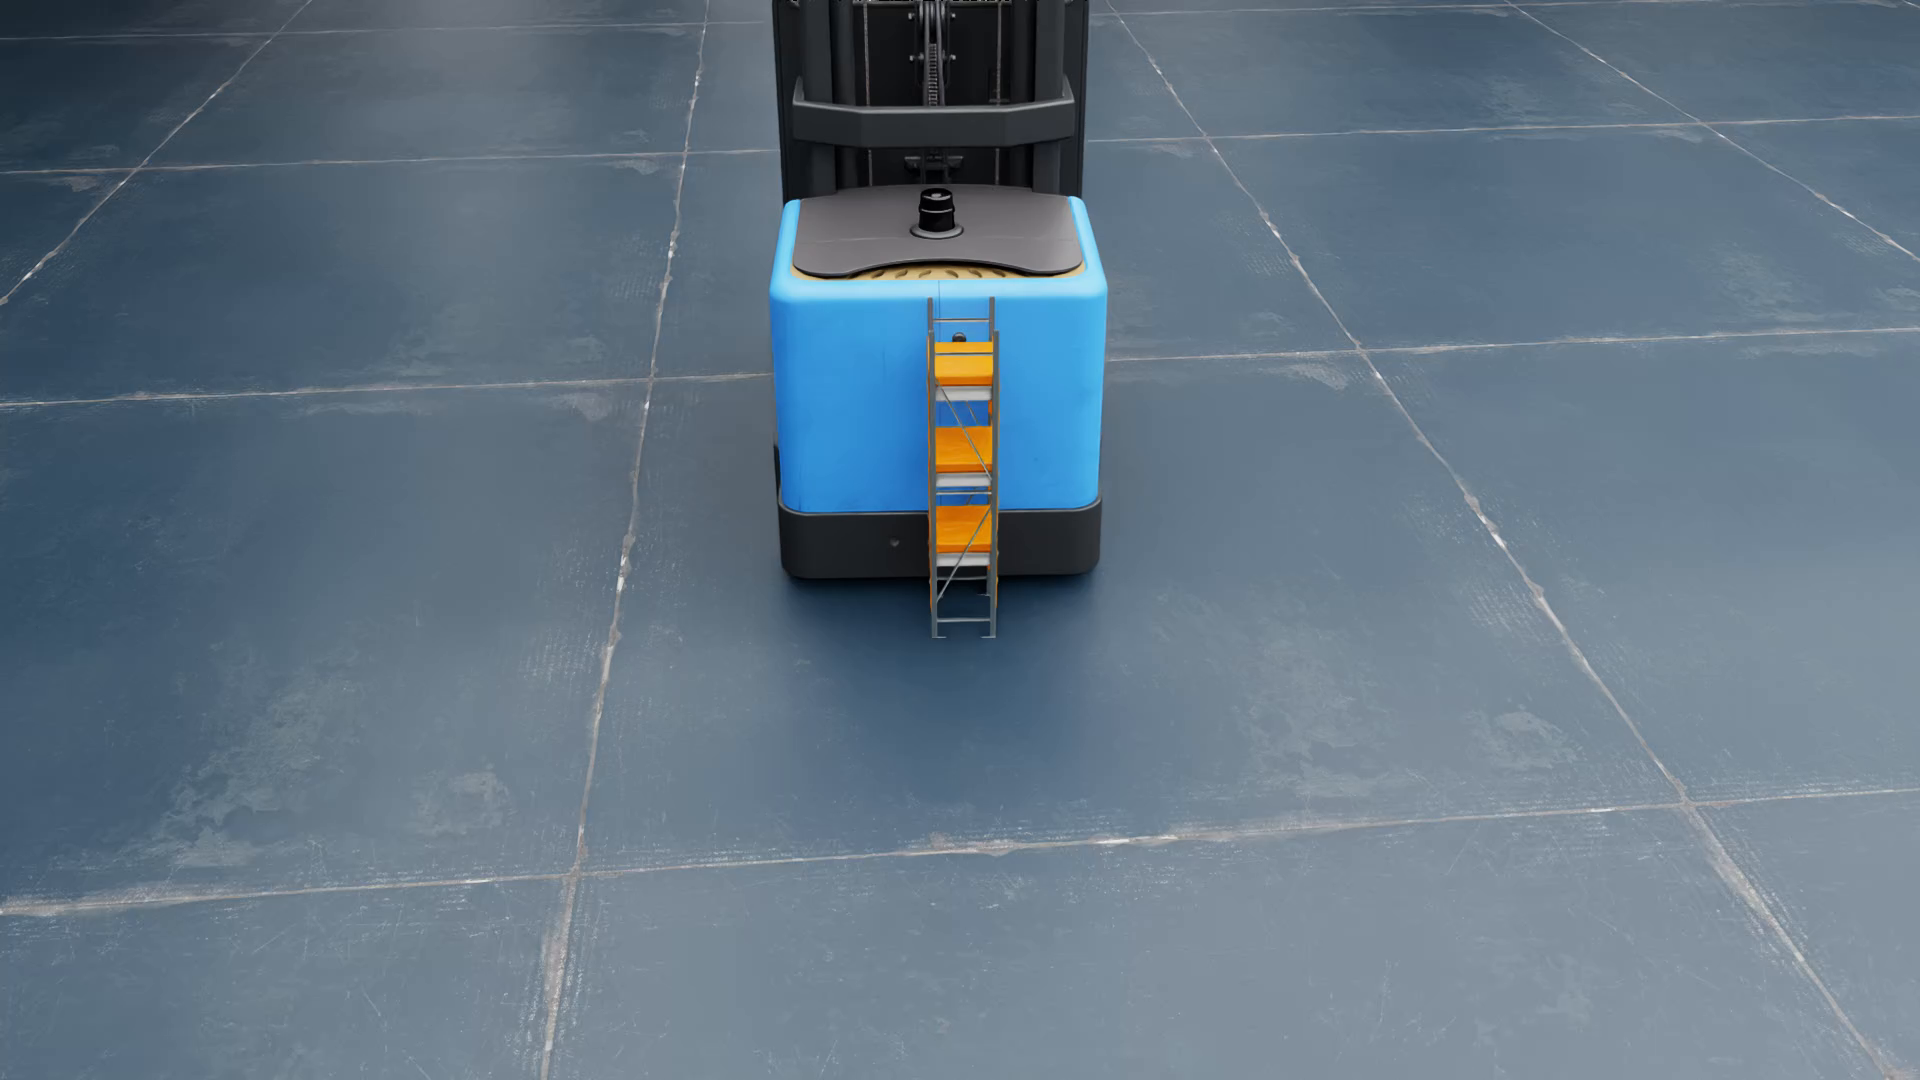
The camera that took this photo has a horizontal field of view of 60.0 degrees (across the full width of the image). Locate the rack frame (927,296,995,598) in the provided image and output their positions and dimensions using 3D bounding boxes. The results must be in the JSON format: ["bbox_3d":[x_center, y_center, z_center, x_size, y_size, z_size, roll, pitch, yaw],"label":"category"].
[{"bbox_3d":[0.004,-0.265,5.169,0.200,1.050,0.008,-1,31,-2],"label":"rack frame"}]

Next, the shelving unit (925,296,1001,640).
[{"bbox_3d":[0.008,-0.202,5.065,0.215,1.050,0.252,-1,31,-2],"label":"shelving unit"}]

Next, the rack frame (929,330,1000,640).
[{"bbox_3d":[0.012,-0.140,4.960,0.200,1.050,0.008,-1,31,-2],"label":"rack frame"}]

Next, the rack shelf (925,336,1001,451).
[{"bbox_3d":[0.008,-0.437,4.925,0.215,0.259,0.240,-1,31,-2],"label":"rack shelf"}]

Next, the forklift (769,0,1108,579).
[{"bbox_3d":[-0.108,-1.853,5.994,1.130,2.935,3.031,-1,31,-2],"label":"forklift"}]

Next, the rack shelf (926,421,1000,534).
[{"bbox_3d":[0.008,-0.193,5.070,0.215,0.259,0.240,-1,31,-2],"label":"rack shelf"}]

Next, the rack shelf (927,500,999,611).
[{"bbox_3d":[0.008,0.046,5.213,0.215,0.259,0.240,-1,31,-2],"label":"rack shelf"}]
